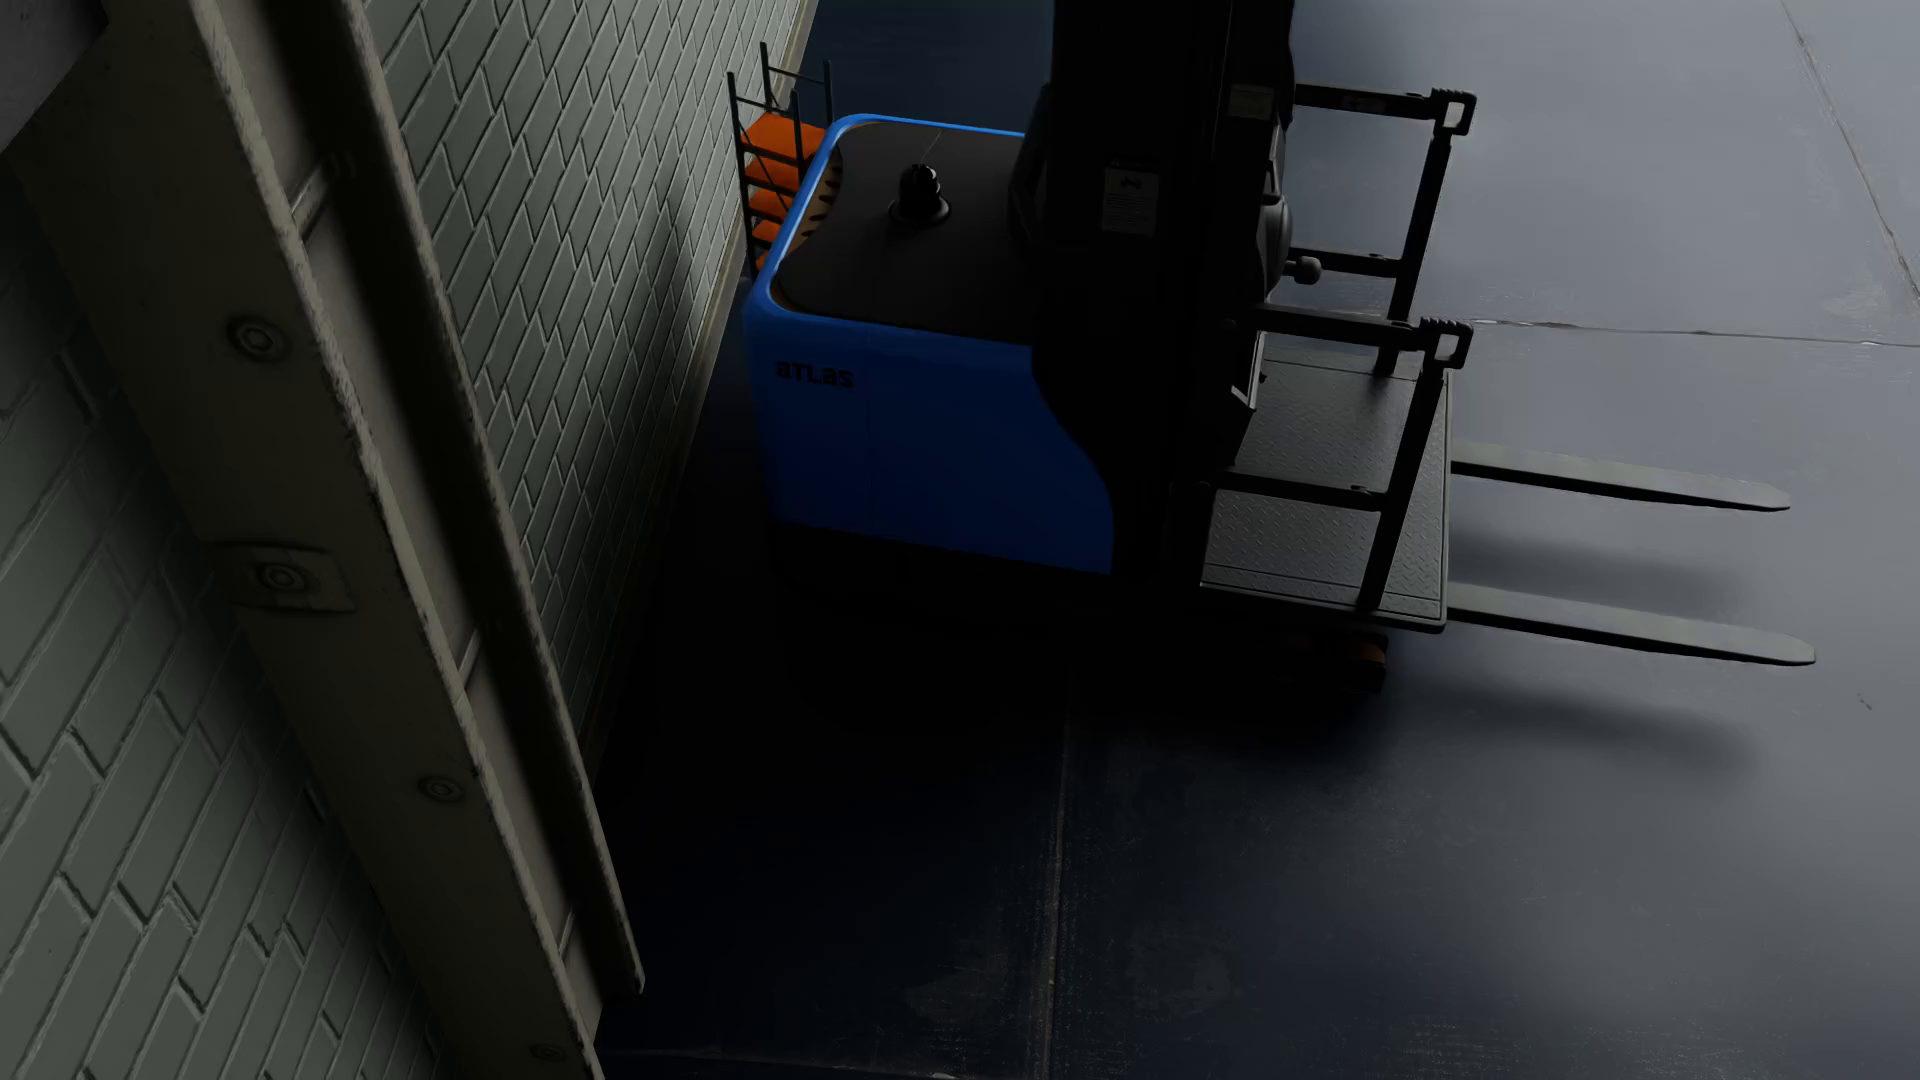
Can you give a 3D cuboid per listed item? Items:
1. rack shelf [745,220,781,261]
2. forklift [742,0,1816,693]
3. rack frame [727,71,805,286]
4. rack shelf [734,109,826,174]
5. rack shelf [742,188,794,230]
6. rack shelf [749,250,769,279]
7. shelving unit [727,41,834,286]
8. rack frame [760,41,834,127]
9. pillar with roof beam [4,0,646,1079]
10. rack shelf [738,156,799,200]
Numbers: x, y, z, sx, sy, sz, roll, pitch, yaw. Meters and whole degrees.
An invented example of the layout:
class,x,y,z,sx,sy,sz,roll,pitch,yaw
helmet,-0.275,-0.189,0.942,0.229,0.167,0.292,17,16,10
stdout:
class,x,y,z,sx,sy,sz,roll,pitch,yaw
rack shelf,-0.534,-0.960,5.375,0.258,0.103,0.180,21,51,18
forklift,0.979,-0.975,4.155,3.031,2.935,1.130,9,48,8
rack frame,-0.576,-0.930,5.288,0.240,1.200,0.006,21,51,18
rack shelf,-0.534,-1.203,5.110,0.258,0.103,0.180,21,51,18
rack shelf,-0.534,-1.041,5.287,0.258,0.103,0.180,21,51,18
rack shelf,-0.534,-0.879,5.464,0.258,0.103,0.180,21,51,18
shelving unit,-0.534,-0.990,5.342,0.258,1.200,0.189,21,51,18
rack frame,-0.492,-1.051,5.397,0.240,1.200,0.006,21,51,18
pillar with roof beam,3.316,-1.504,0.527,9.100,9.000,0.400,4,48,4
rack shelf,-0.534,-1.122,5.198,0.258,0.103,0.180,21,51,18
